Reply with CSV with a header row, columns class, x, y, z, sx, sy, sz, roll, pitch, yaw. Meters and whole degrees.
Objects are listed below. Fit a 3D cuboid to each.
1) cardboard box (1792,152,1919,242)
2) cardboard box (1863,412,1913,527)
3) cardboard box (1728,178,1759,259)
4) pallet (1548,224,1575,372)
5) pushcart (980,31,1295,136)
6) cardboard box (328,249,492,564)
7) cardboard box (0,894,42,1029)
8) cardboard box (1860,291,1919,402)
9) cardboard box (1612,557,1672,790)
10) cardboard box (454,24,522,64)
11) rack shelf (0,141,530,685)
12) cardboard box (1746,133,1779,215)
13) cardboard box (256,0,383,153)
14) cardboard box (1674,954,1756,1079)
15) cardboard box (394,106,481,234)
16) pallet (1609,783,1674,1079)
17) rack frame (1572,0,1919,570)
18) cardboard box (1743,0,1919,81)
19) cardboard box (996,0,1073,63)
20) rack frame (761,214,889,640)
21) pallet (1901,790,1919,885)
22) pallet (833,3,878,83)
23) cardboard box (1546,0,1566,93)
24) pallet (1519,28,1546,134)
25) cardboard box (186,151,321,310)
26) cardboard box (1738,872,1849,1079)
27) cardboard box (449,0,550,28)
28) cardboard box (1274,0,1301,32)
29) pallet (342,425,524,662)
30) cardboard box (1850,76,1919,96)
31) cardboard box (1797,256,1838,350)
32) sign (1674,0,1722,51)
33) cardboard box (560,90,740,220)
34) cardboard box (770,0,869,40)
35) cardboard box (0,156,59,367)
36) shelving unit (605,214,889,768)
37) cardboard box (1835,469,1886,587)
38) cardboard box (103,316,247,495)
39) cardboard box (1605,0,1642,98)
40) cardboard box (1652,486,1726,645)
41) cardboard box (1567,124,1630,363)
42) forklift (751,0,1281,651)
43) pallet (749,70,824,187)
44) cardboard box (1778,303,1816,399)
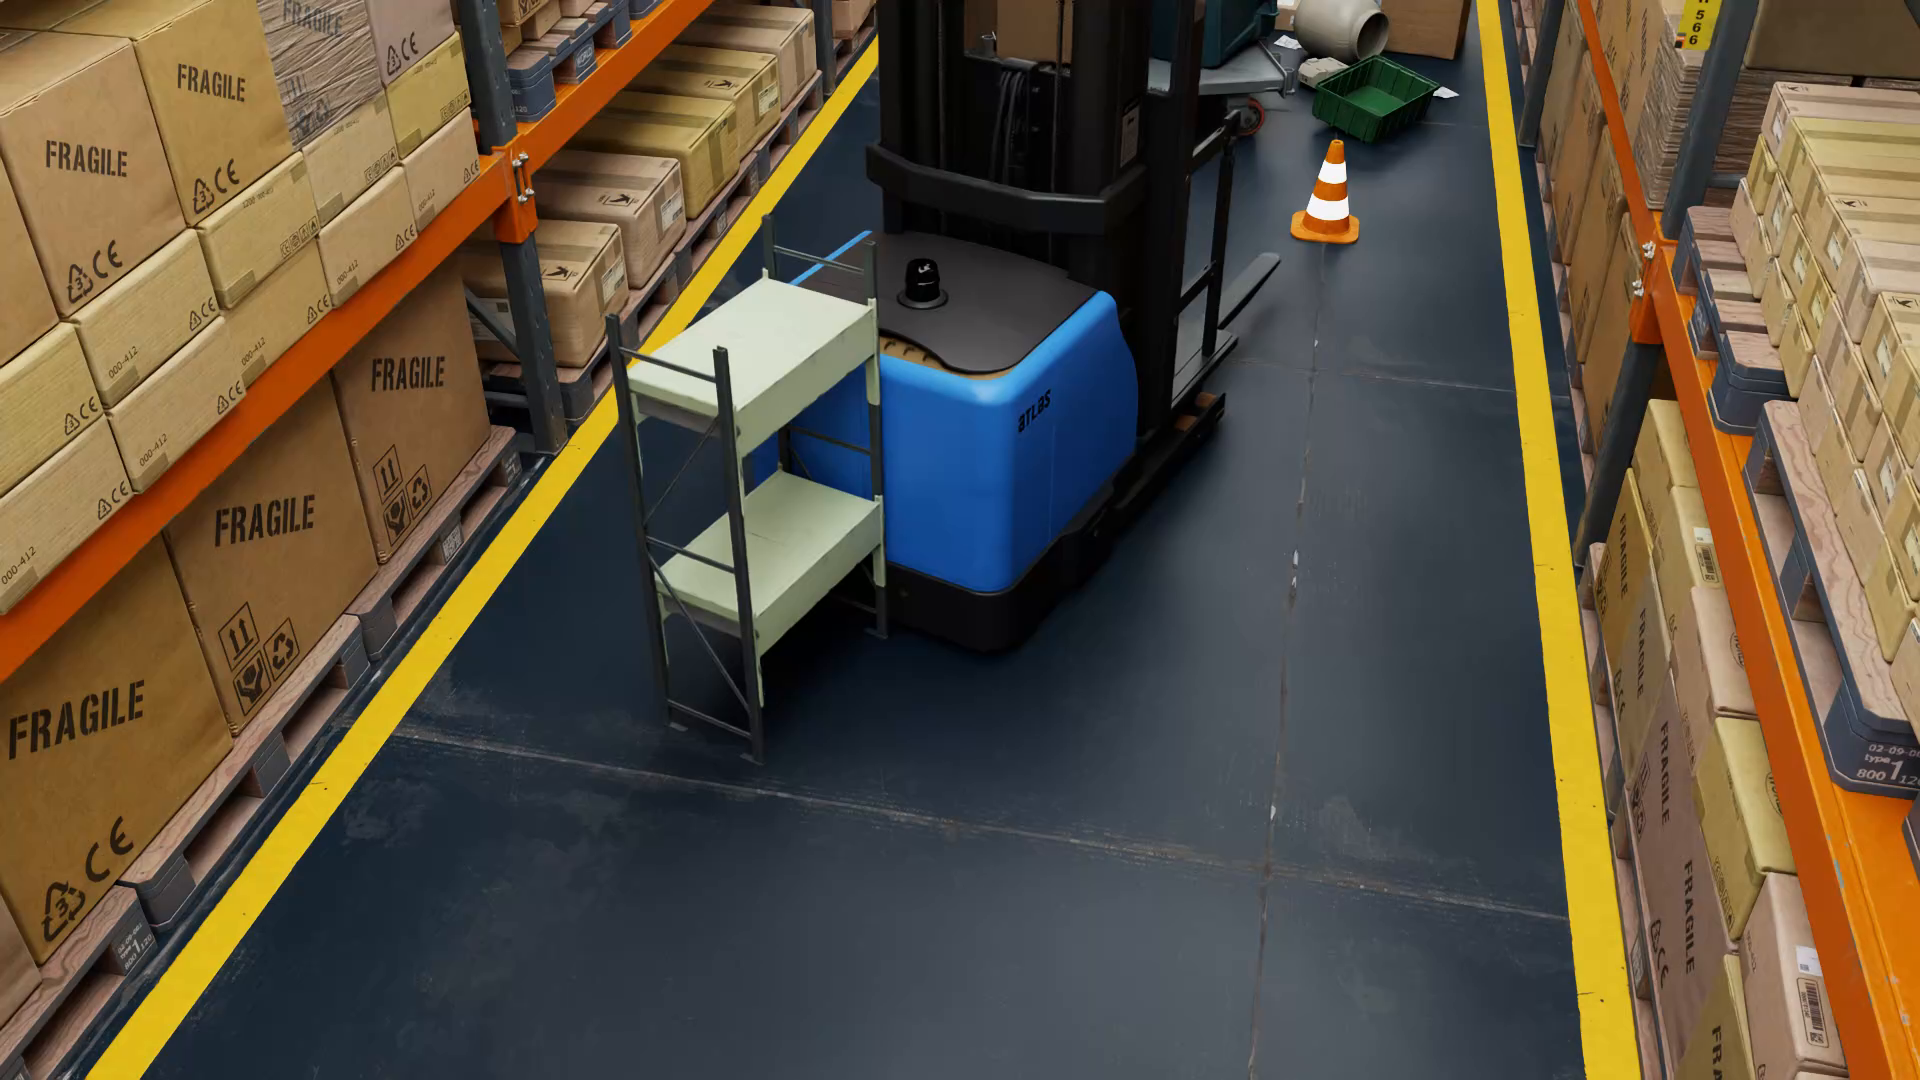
class,x,y,z,sx,sy,sz,roll,pitch,yaw
cardboard box,2.357,-0.855,4.223,0.380,0.149,0.250,7,37,10
cardboard box,2.130,-0.124,3.468,0.380,0.149,0.250,9,37,12
cardboard box,2.464,-0.918,4.817,0.380,0.149,0.250,7,36,9
pallet,3.261,-1.092,7.576,1.003,0.211,1.213,7,37,10
pushcart,0.991,-2.618,9.540,1.648,0.377,0.936,-5,36,-6
cardboard box,-2.330,-0.568,5.930,0.875,0.875,0.875,7,37,10
cardboard box,-2.901,0.975,3.802,0.875,0.875,0.875,8,37,11
cardboard box,2.189,-0.396,3.589,0.380,0.149,0.250,8,37,11
cardboard box,2.252,0.423,4.882,0.500,0.500,0.500,8,37,11
cardboard box,-1.850,-1.875,6.137,0.380,0.149,0.250,5,36,7
rack shelf,-2.528,-0.206,4.591,1.077,0.370,4.000,7,37,10
cardboard box,2.457,-1.018,4.701,0.380,0.149,0.250,9,37,12
cardboard box,-2.057,-1.464,4.777,0.500,0.500,0.500,8,37,11
cardboard box,1.924,1.304,3.666,0.500,0.500,0.500,6,36,9
cardboard box,-1.955,-1.260,5.561,0.500,0.250,0.500,6,36,8
pallet,2.325,1.193,4.424,1.003,0.211,1.213,7,37,10
rack frame,2.756,-1.081,5.185,1.000,3.000,0.127,7,37,10
cardboard box,2.862,-1.782,5.216,0.700,0.500,0.500,7,37,10
cardboard box,0.499,-3.025,9.353,0.500,0.500,0.500,7,37,10
rack frame,-0.426,-0.324,5.419,0.400,1.500,0.023,19,40,24
pallet,2.207,0.870,2.657,1.003,0.211,1.213,7,37,10
pallet,-1.138,-3.197,10.481,1.003,0.211,1.213,7,37,10
cardboard box,3.814,-3.036,9.335,0.875,0.875,0.875,8,37,11
pallet,3.850,-2.671,9.756,1.003,0.211,1.213,7,37,10
cardboard box,-2.151,-0.885,4.617,0.500,0.250,0.500,6,36,9
cardboard box,1.937,0.999,3.449,0.500,0.250,0.500,9,37,12
cardboard box,-1.779,-2.203,6.037,0.500,0.500,0.500,6,36,9
cardboard box,2.179,-3.483,10.830,0.396,0.266,0.258,14,38,18
pallet,-2.343,-0.072,6.169,1.003,0.211,1.213,7,37,10
cardboard box,3.116,-1.345,5.464,0.500,0.500,0.500,8,37,10
cardboard box,2.294,-0.564,4.075,0.380,0.149,0.250,7,37,10
sign,2.214,-1.617,4.939,0.100,0.325,0.005,7,37,10
cardboard box,-1.653,-1.930,8.239,0.950,0.372,0.625,8,37,12
cardboard box,-0.857,-3.298,10.229,0.500,0.250,0.500,6,36,8
cardboard box,-2.389,-0.594,3.576,0.500,0.500,0.500,6,36,9
shelving unit,-0.609,-0.138,5.162,0.431,1.500,0.755,19,40,24
cardboard box,2.126,-0.009,3.562,0.380,0.149,0.250,6,36,8
cardboard box,-2.254,-0.383,4.350,0.500,0.250,0.500,7,36,9
cardboard box,2.805,-1.986,6.348,0.500,0.500,0.500,7,36,9
cardboard box,2.264,0.113,4.671,0.500,0.250,0.500,7,37,9
cardboard box,3.158,-1.179,6.881,1.050,0.750,0.750,8,37,11
forklift,0.436,-1.653,6.033,1.130,2.935,3.031,19,40,24
pallet,-1.411,-2.361,9.328,1.003,0.211,1.213,7,37,10
cardboard box,2.293,-0.455,4.177,0.380,0.149,0.250,9,37,12
